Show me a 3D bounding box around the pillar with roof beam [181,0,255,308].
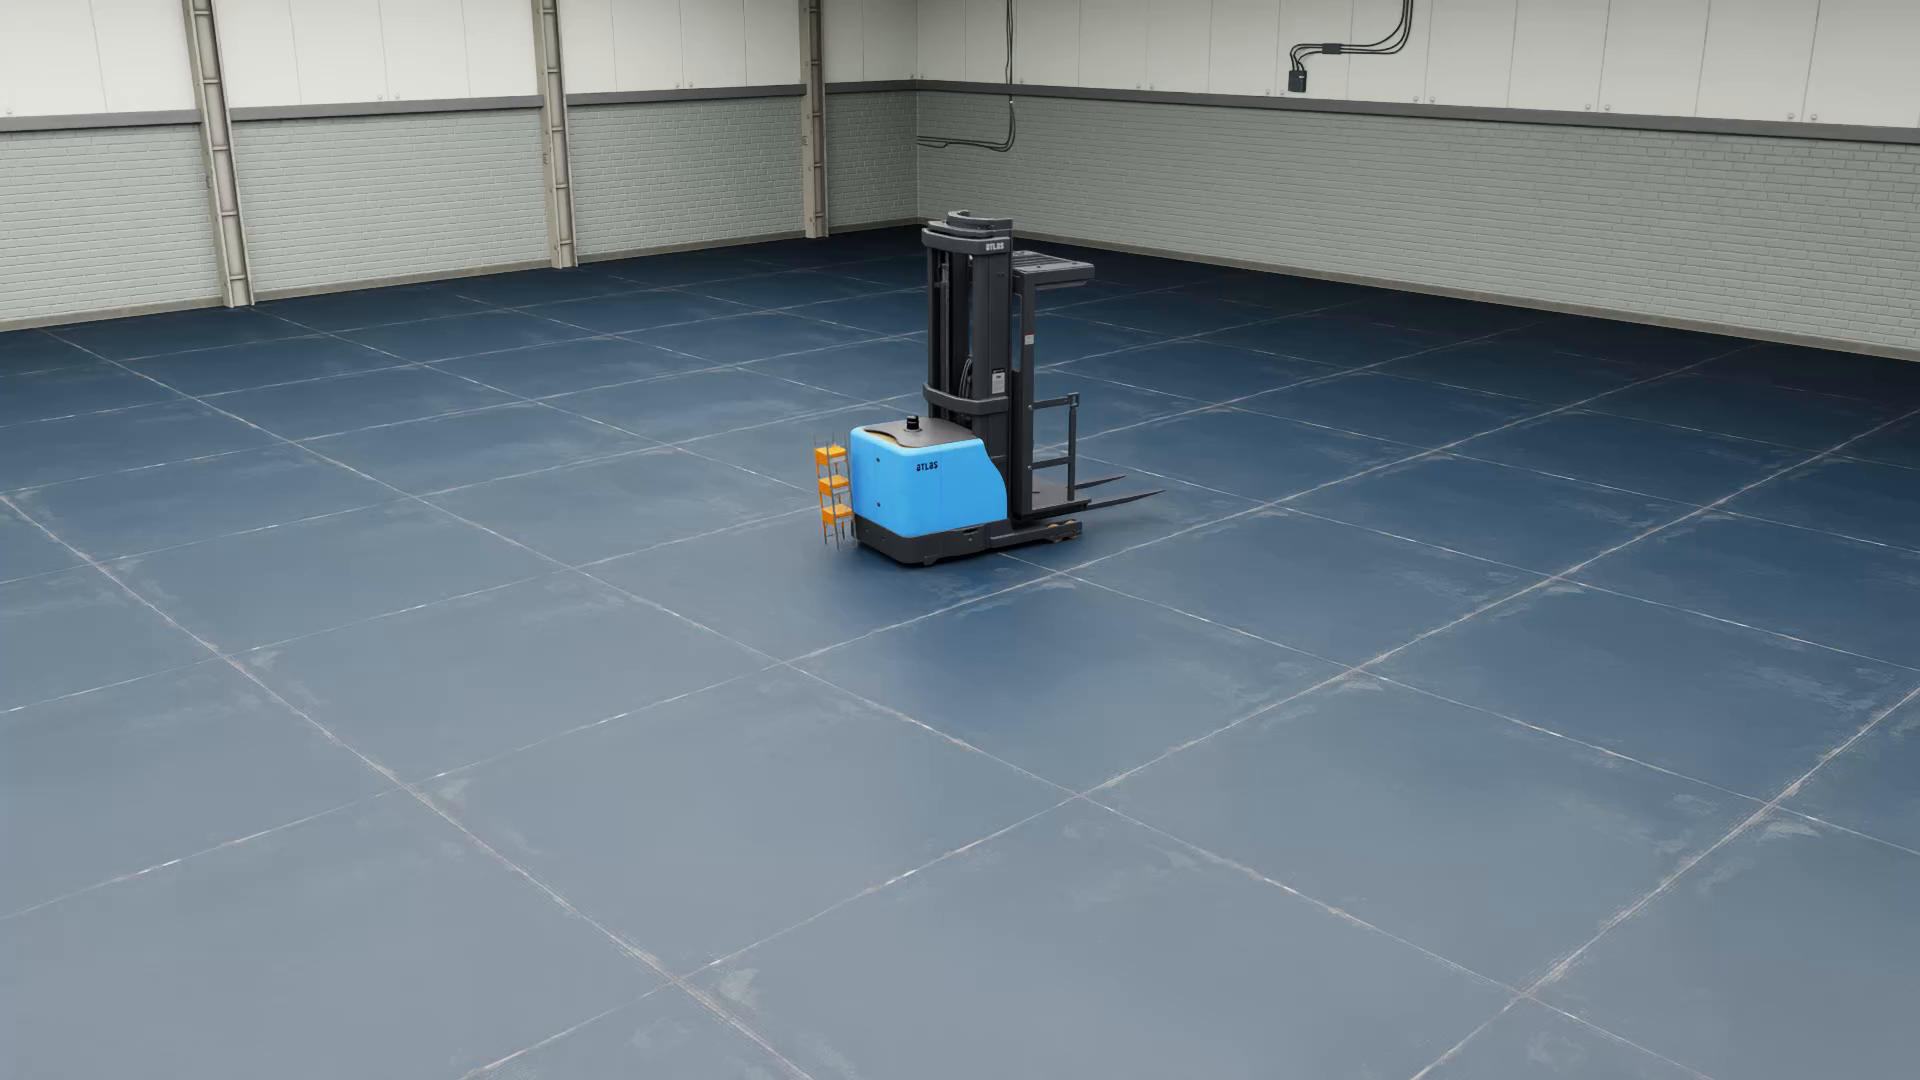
[{"bbox_3d":[-8.766,-7.139,22.677,0.400,9.000,9.100,-16,24,-41],"label":"pillar with roof beam"}]

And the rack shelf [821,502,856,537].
[{"bbox_3d":[-1.093,-0.170,14.977,0.215,0.259,0.240,-16,23,-28],"label":"rack shelf"}]

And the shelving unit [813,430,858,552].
[{"bbox_3d":[-1.115,-0.439,14.876,0.215,1.050,0.252,-16,23,-28],"label":"shelving unit"}]

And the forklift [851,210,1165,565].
[{"bbox_3d":[0.524,-1.498,15.118,3.031,2.935,1.130,-11,21,-31],"label":"forklift"}]

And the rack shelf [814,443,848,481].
[{"bbox_3d":[-1.135,-0.695,14.780,0.215,0.259,0.240,-16,23,-28],"label":"rack shelf"}]

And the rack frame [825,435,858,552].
[{"bbox_3d":[-1.051,-0.407,14.777,0.200,1.050,0.008,-16,23,-28],"label":"rack frame"}]

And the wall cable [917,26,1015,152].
[{"bbox_3d":[0.045,-9.497,34.986,0.112,2.526,3.097,-16,24,-41],"label":"wall cable"}]

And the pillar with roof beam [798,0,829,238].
[{"bbox_3d":[-0.047,-9.681,30.520,0.400,9.000,9.100,-16,24,-41],"label":"pillar with roof beam"}]

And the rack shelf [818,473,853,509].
[{"bbox_3d":[-1.114,-0.430,14.879,0.215,0.259,0.240,-16,23,-28],"label":"rack shelf"}]

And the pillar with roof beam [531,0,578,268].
[{"bbox_3d":[-4.407,-8.410,26.599,0.400,9.000,9.100,-16,24,-41],"label":"pillar with roof beam"}]

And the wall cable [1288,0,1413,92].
[{"bbox_3d":[6.555,-10.461,27.410,0.169,6.003,2.305,-16,24,-41],"label":"wall cable"}]

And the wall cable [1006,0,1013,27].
[{"bbox_3d":[1.903,-11.293,32.337,0.112,2.526,3.097,-16,24,-41],"label":"wall cable"}]

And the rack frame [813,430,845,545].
[{"bbox_3d":[-1.178,-0.471,14.975,0.200,1.050,0.008,-16,23,-28],"label":"rack frame"}]
